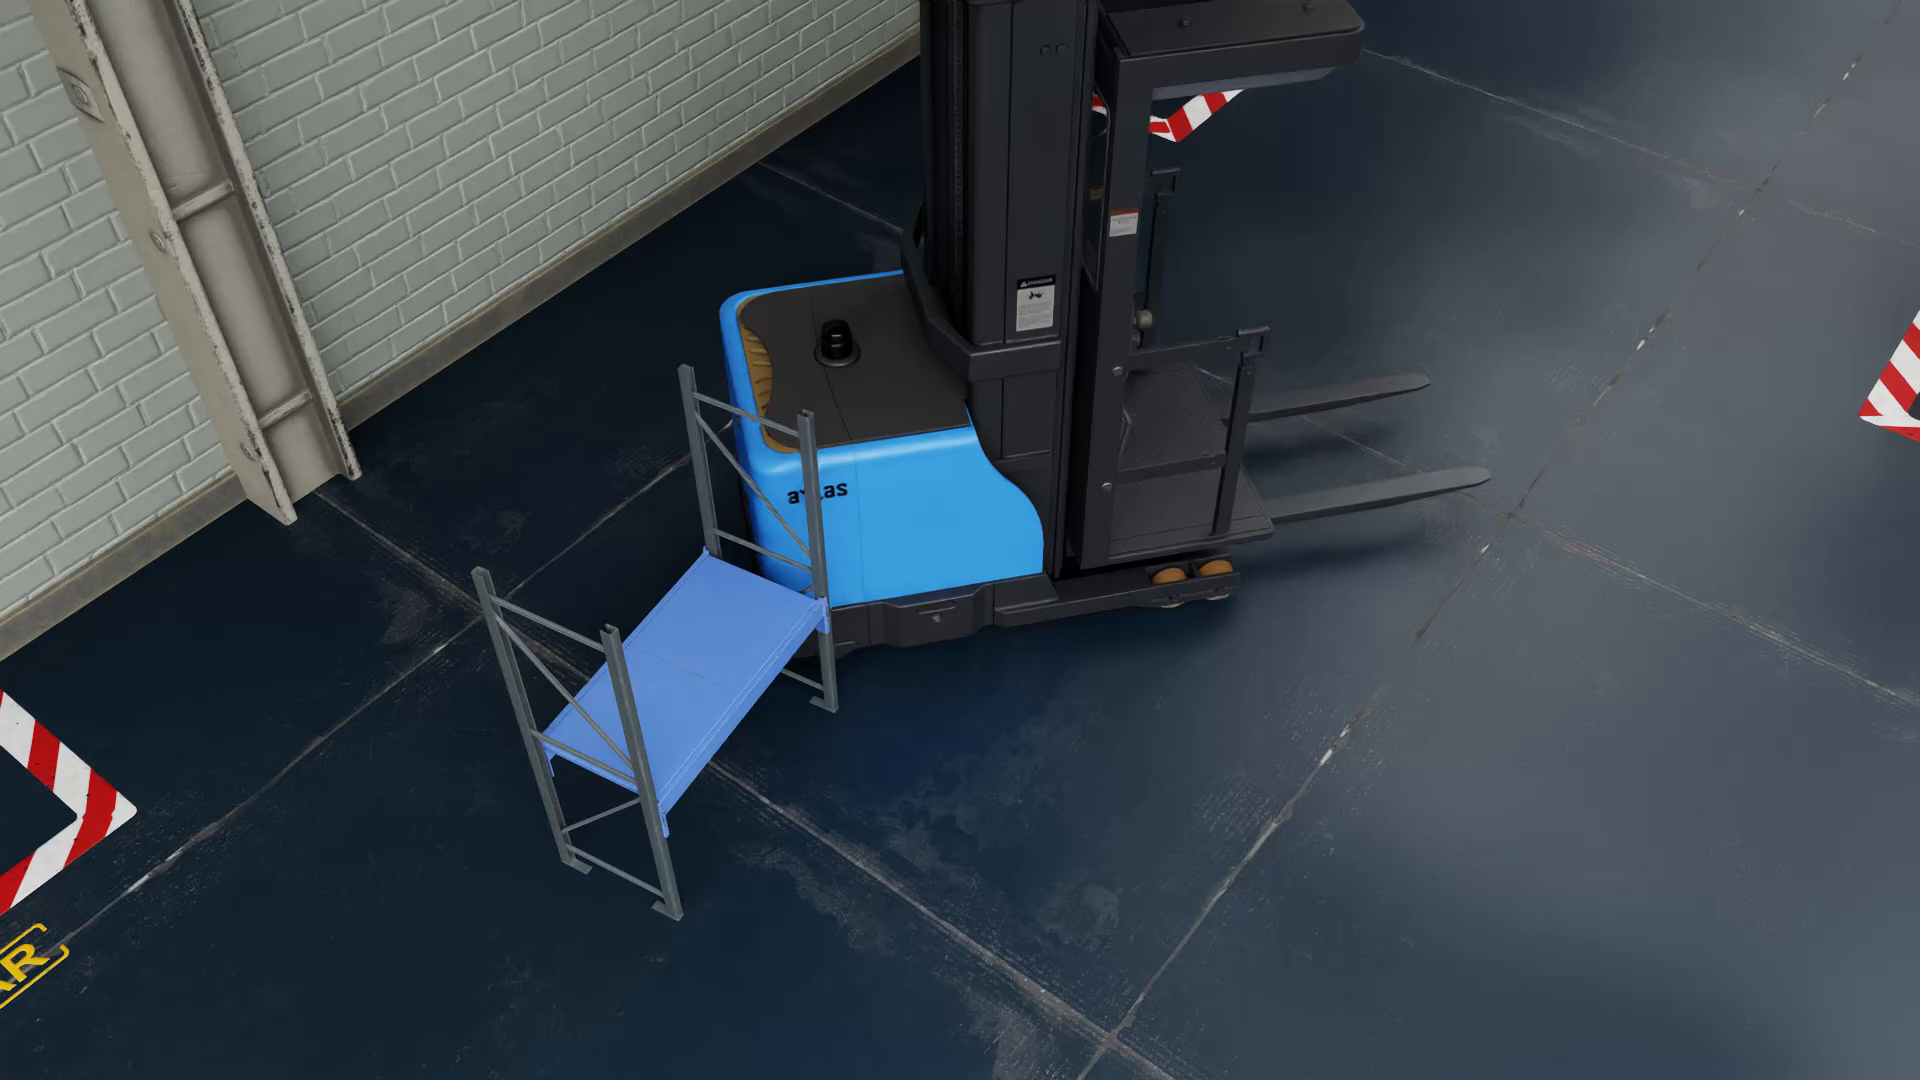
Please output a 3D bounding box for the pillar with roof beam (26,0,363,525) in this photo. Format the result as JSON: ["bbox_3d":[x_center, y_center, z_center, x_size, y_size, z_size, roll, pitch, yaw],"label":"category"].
[{"bbox_3d":[0.585,-1.446,2.073,9.100,9.000,0.400,29,53,25],"label":"pillar with roof beam"}]

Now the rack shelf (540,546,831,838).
[{"bbox_3d":[-0.929,0.489,5.659,0.538,0.185,1.000,21,50,19],"label":"rack shelf"}]

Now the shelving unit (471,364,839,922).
[{"bbox_3d":[-0.929,0.365,5.529,0.538,1.500,1.048,21,50,19],"label":"shelving unit"}]

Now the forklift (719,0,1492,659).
[{"bbox_3d":[0.643,-1.106,5.944,3.031,2.935,1.130,-9,47,-9],"label":"forklift"}]

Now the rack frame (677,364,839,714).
[{"bbox_3d":[-0.686,0.042,5.838,0.500,1.500,0.032,21,50,19],"label":"rack frame"}]

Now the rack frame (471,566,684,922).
[{"bbox_3d":[-1.172,0.687,5.221,0.500,1.500,0.032,21,50,19],"label":"rack frame"}]
